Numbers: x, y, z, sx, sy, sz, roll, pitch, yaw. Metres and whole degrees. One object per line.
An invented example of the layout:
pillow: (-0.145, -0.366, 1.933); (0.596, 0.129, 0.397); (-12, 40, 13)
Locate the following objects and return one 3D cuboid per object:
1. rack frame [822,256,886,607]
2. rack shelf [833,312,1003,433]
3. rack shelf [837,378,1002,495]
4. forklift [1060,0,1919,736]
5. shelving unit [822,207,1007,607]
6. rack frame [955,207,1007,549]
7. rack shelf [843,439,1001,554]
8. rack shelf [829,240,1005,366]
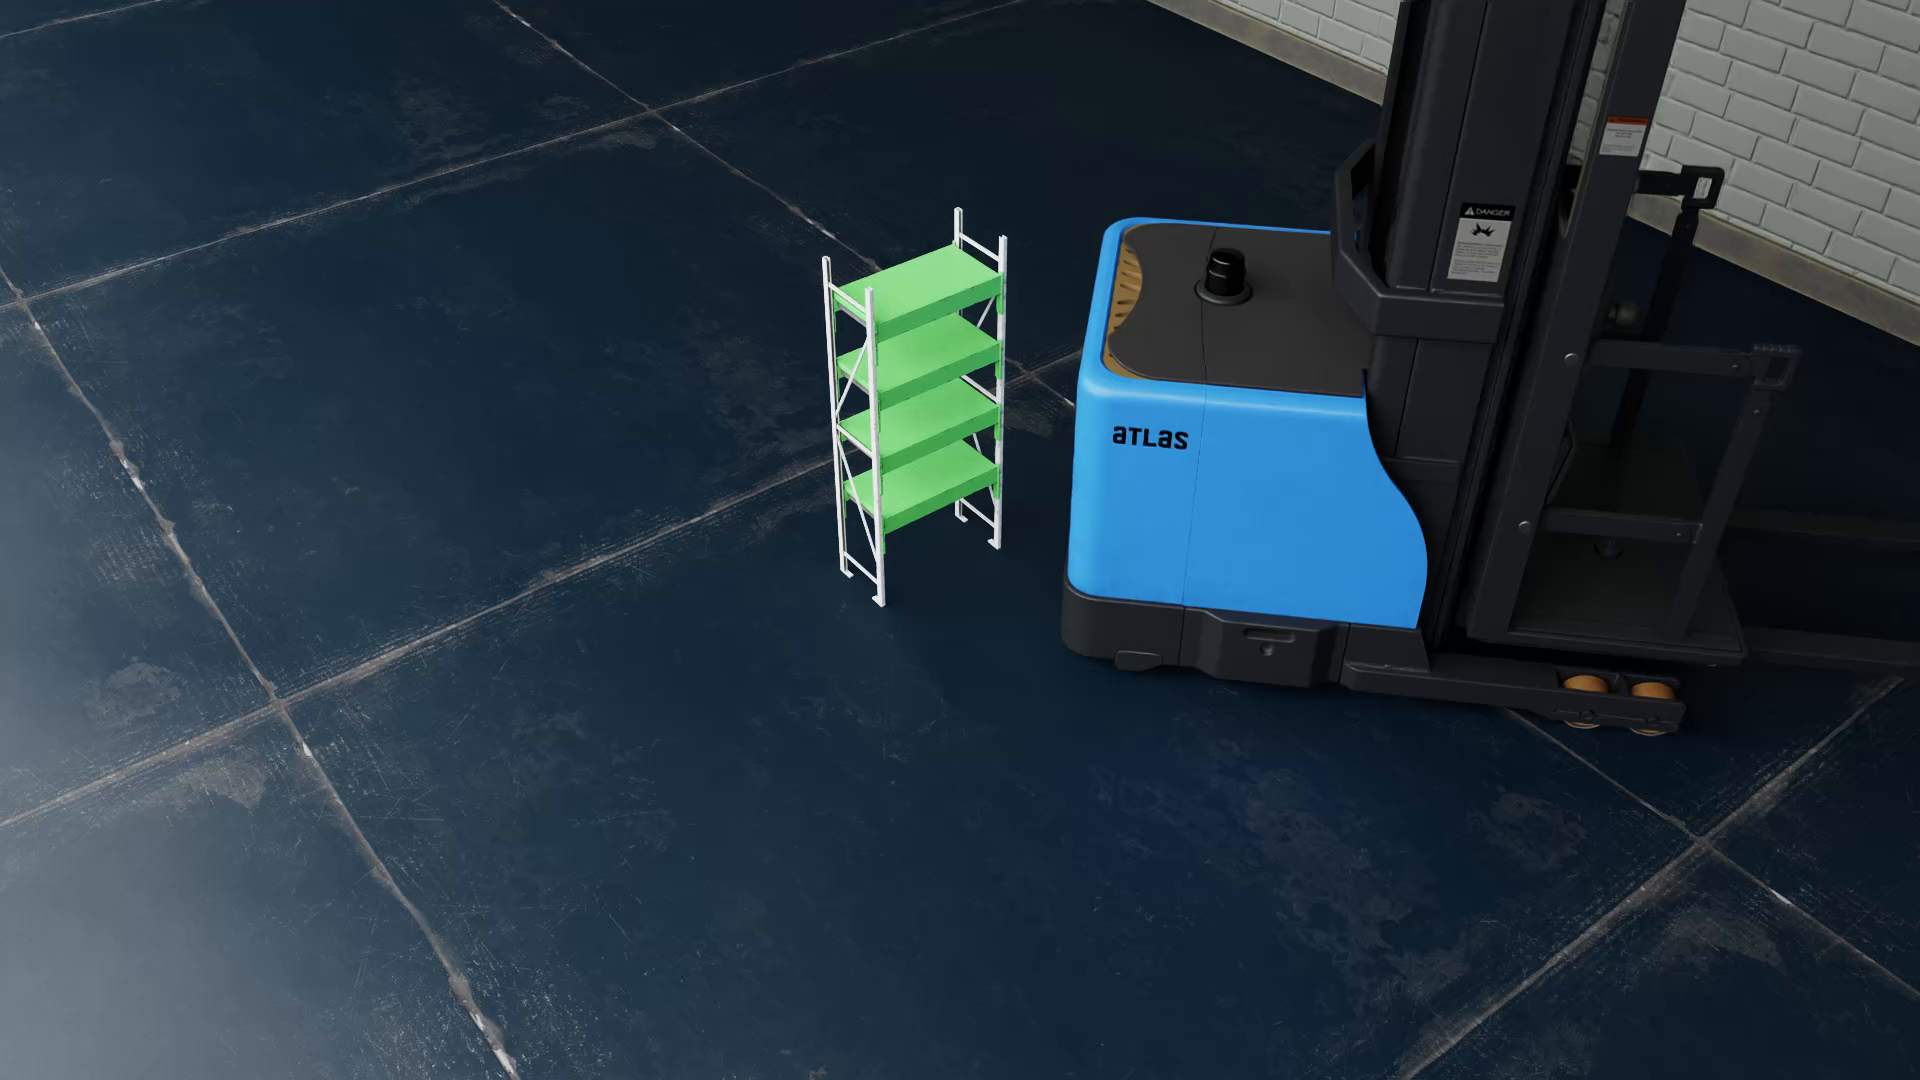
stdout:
rack frame: (-0.325, -0.306, 5.177); (0.015, 1.200, 0.240); (-26, 46, -28)
rack shelf: (-0.131, -0.536, 5.180); (0.480, 0.148, 0.258); (-26, 46, -28)
rack shelf: (-0.131, -0.351, 5.332); (0.480, 0.148, 0.258); (-26, 46, -28)
forklift: (1.880, -0.905, 4.542); (3.031, 2.935, 1.130); (6, 40, 7)
shelving unit: (-0.131, -0.400, 5.291); (0.503, 1.200, 0.258); (-26, 46, -28)
rack frame: (0.062, -0.494, 5.406); (0.015, 1.200, 0.240); (-26, 46, -28)
rack shelf: (-0.131, -0.165, 5.484); (0.480, 0.148, 0.258); (-26, 46, -28)
rack shelf: (-0.131, -0.722, 5.028); (0.480, 0.148, 0.258); (-26, 46, -28)
